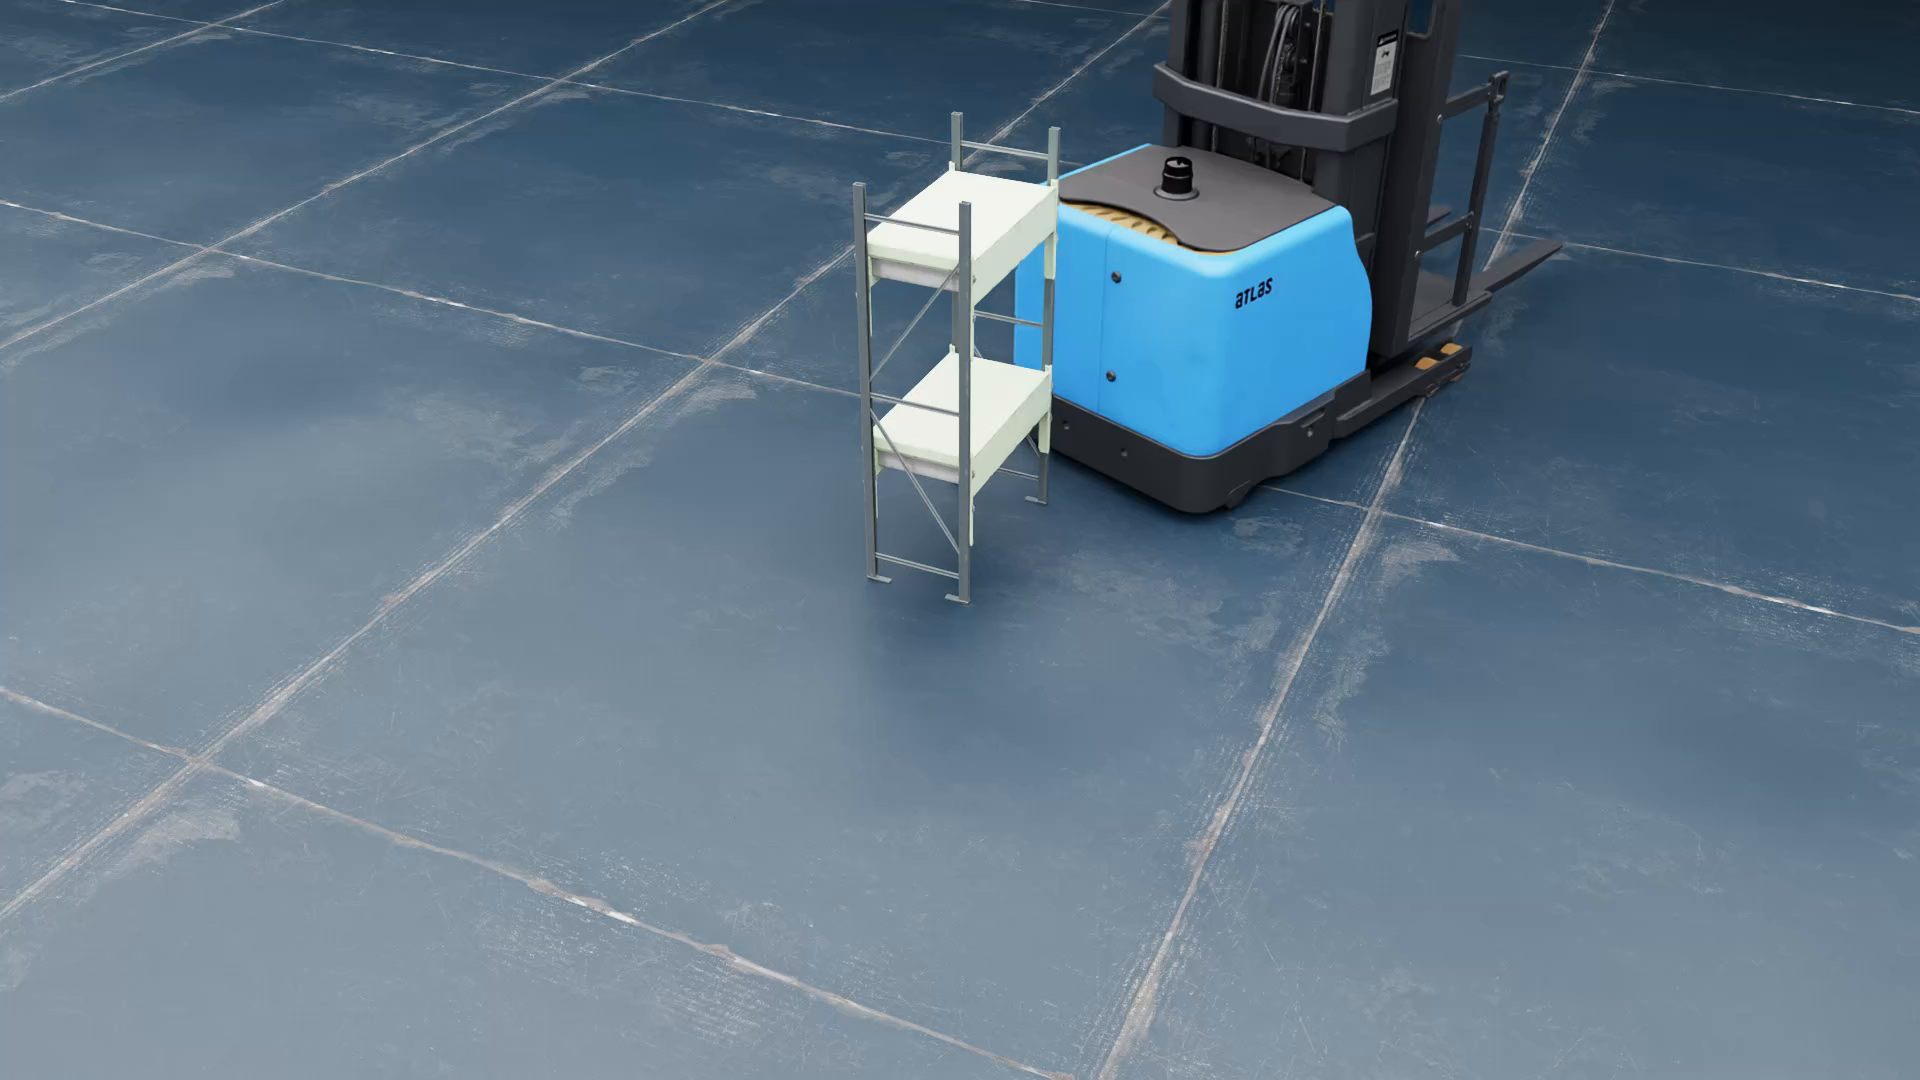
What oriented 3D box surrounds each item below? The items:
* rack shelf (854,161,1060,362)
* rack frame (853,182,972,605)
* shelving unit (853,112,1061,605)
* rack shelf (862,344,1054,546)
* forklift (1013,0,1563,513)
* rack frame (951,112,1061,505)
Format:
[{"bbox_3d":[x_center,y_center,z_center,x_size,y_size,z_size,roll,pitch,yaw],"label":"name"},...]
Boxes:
[{"bbox_3d":[0.003,-0.957,5.630,0.431,0.370,0.720,14,36,20],"label":"rack shelf"},{"bbox_3d":[-0.150,-0.448,5.566,0.400,1.500,0.023,14,36,20],"label":"rack frame"},{"bbox_3d":[0.003,-0.631,5.844,0.431,1.500,0.755,14,36,20],"label":"shelving unit"},{"bbox_3d":[0.003,-0.358,6.023,0.431,0.370,0.720,14,36,20],"label":"rack shelf"},{"bbox_3d":[1.605,-2.029,6.671,3.031,2.935,1.130,-28,43,-36],"label":"forklift"},{"bbox_3d":[0.156,-0.813,6.122,0.400,1.500,0.023,14,36,20],"label":"rack frame"}]
